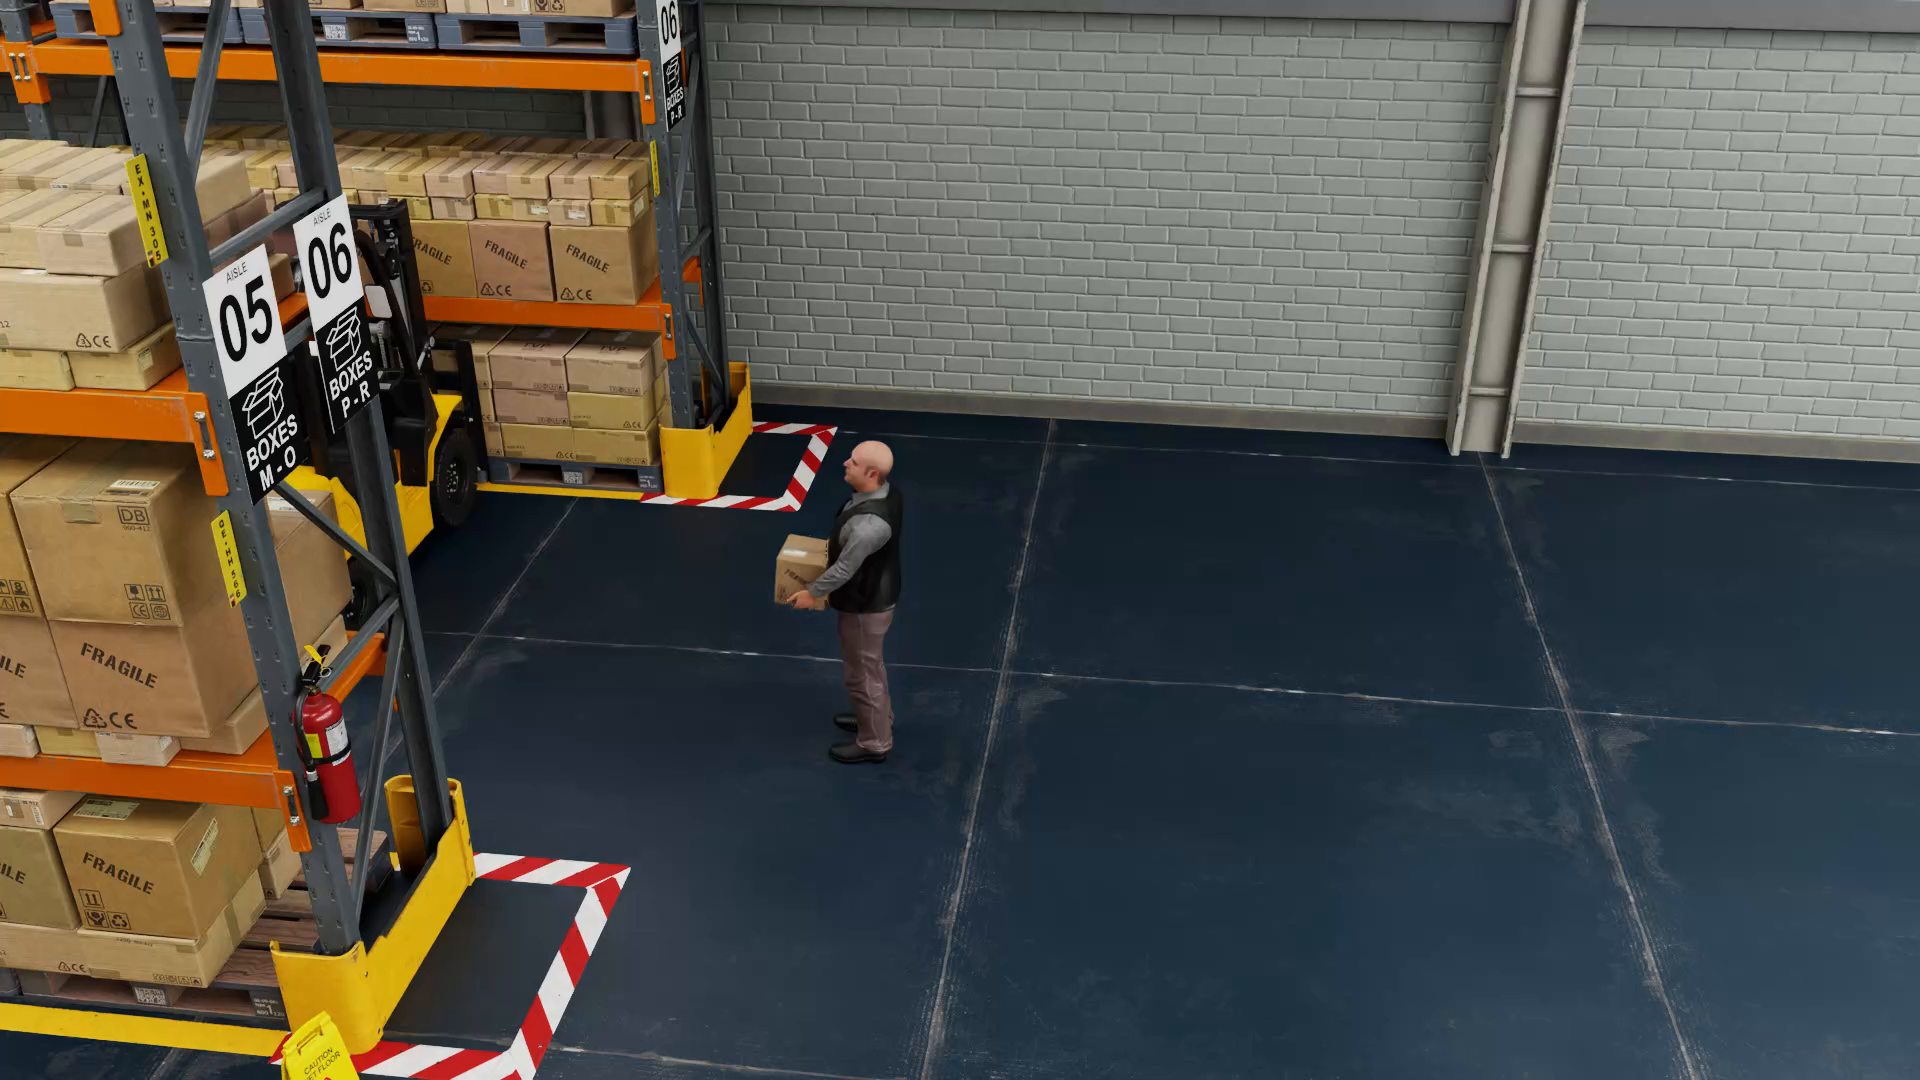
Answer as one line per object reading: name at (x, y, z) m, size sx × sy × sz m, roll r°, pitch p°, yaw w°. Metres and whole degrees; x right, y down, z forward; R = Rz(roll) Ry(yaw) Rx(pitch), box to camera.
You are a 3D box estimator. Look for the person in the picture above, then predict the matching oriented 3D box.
person at (-0.552, 0.297, 8.093) m, size 0.548 × 1.722 × 0.504 m, roll 2°, pitch 28°, yaw 4°
